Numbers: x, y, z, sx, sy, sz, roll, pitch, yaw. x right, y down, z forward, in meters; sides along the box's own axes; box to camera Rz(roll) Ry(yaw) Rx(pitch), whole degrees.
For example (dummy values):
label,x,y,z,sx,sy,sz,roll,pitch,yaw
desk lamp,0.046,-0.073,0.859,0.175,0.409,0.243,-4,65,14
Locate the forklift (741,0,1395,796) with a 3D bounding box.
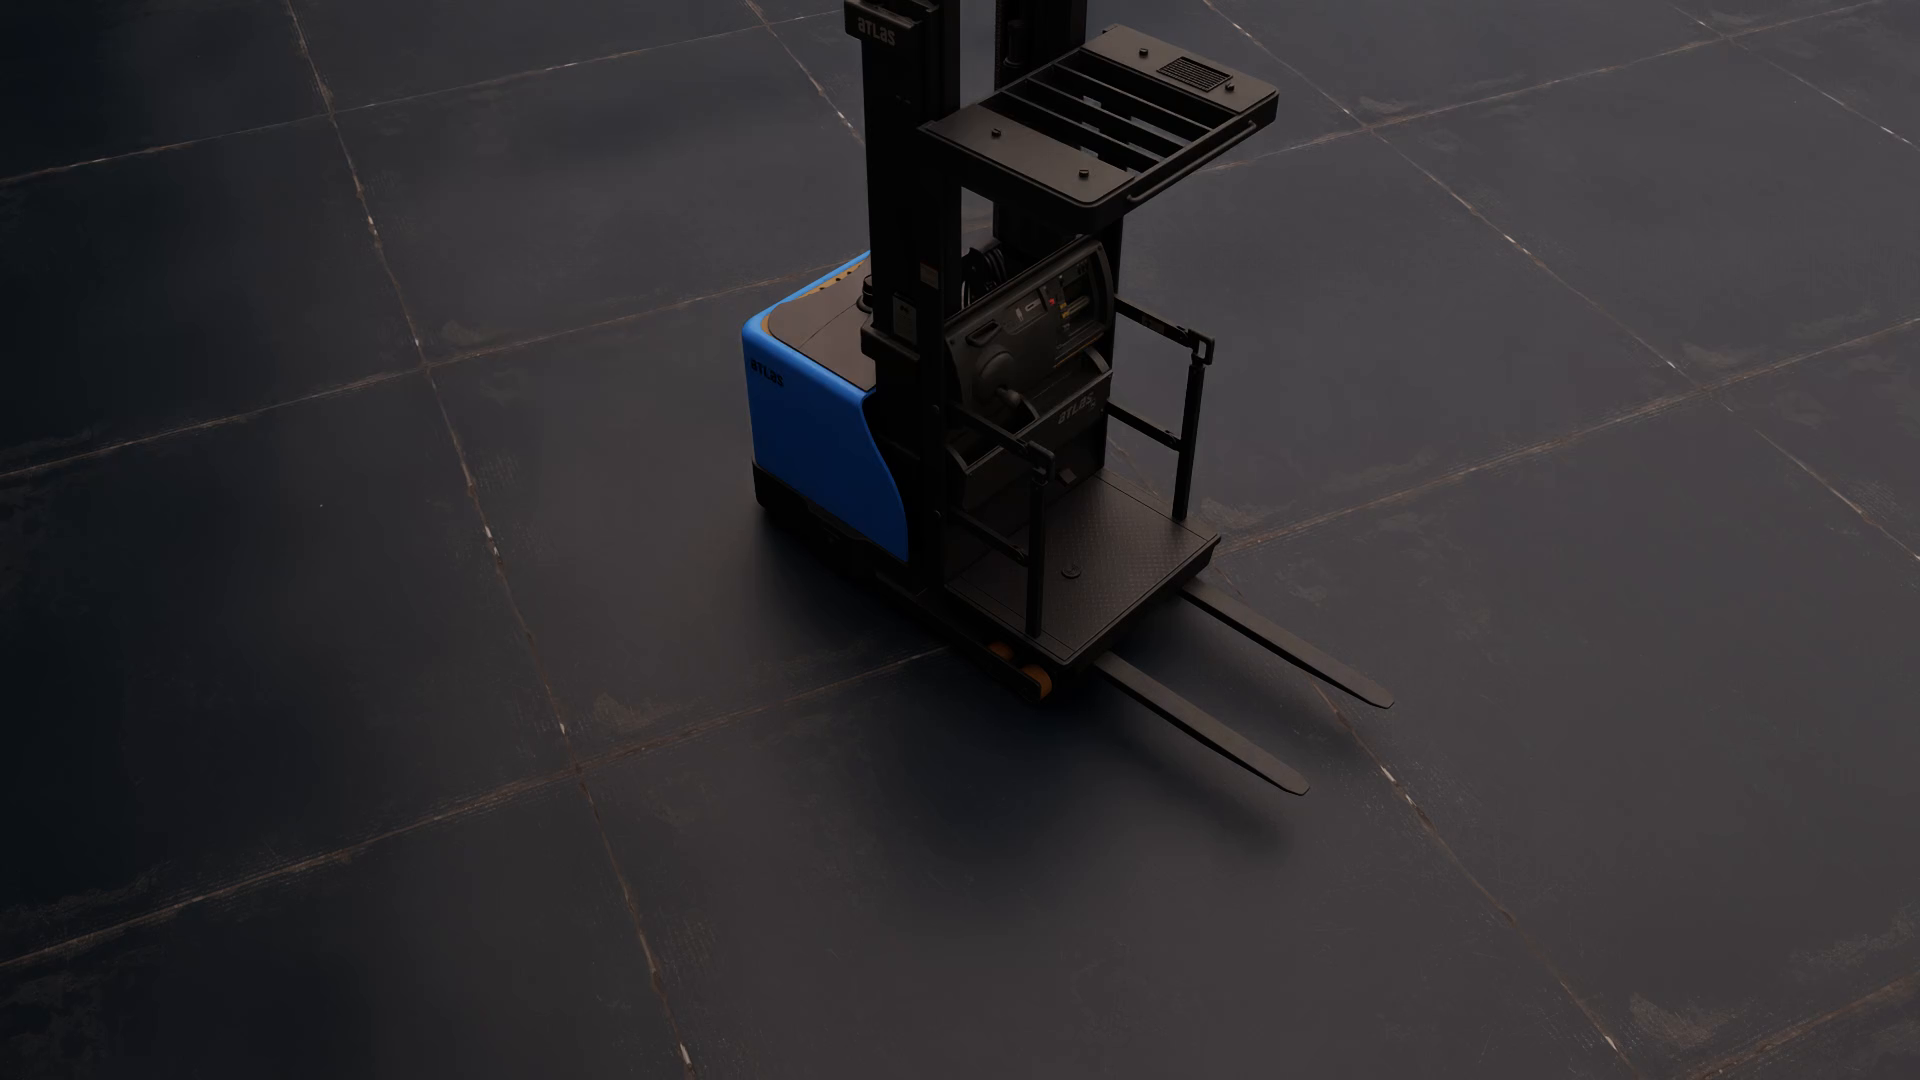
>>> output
label,x,y,z,sx,sy,sz,roll,pitch,yaw
forklift,0.445,-0.788,6.525,3.031,2.935,1.130,32,52,30
